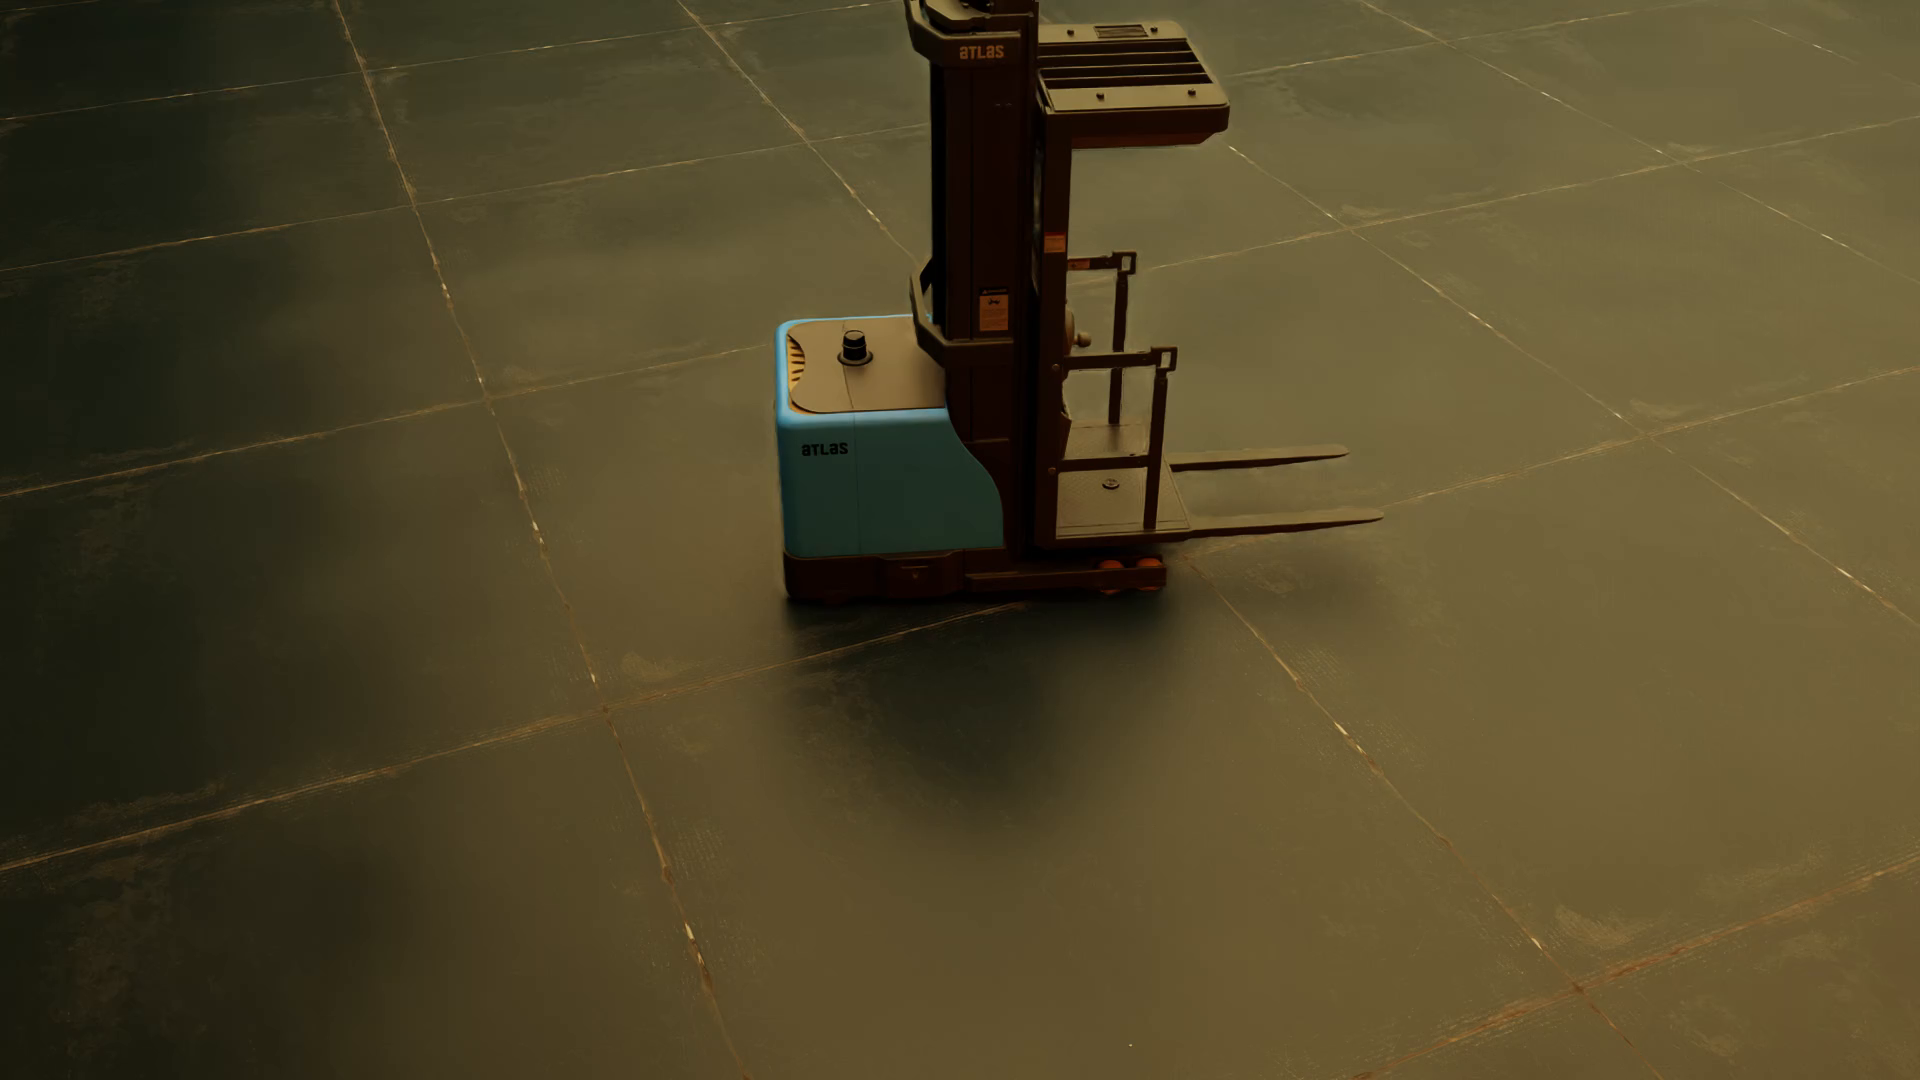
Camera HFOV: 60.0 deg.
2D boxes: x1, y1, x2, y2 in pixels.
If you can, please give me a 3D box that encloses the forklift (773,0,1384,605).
[{"bbox_3d":[0.607,-1.231,7.830,3.031,2.935,1.130,-3,36,-5],"label":"forklift"}]
